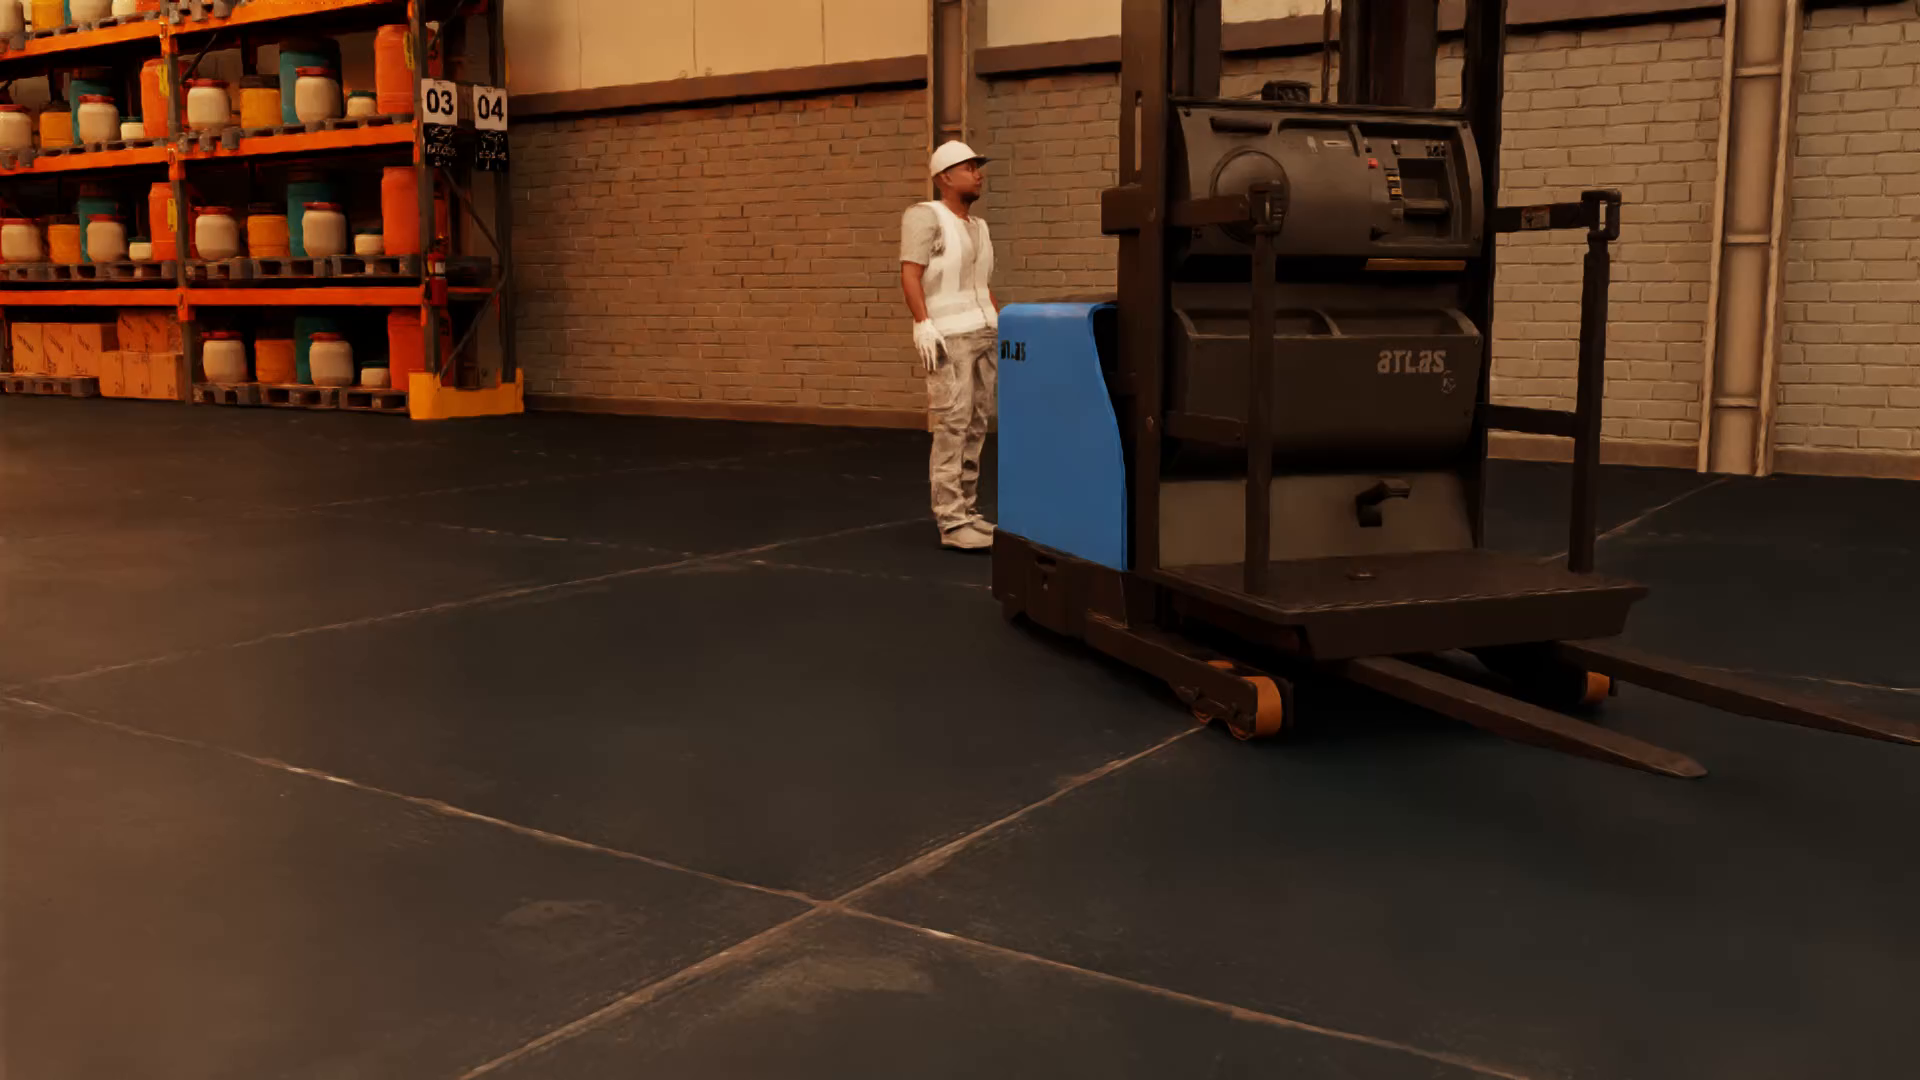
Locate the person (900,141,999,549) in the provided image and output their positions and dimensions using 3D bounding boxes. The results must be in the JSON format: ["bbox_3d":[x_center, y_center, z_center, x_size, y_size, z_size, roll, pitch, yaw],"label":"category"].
[{"bbox_3d":[0.055,-0.883,7.431,0.576,1.782,0.655,5,10,34],"label":"person"}]

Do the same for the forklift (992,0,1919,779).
[{"bbox_3d":[1.099,-1.019,4.357,1.130,2.935,3.031,-3,9,-20],"label":"forklift"}]
